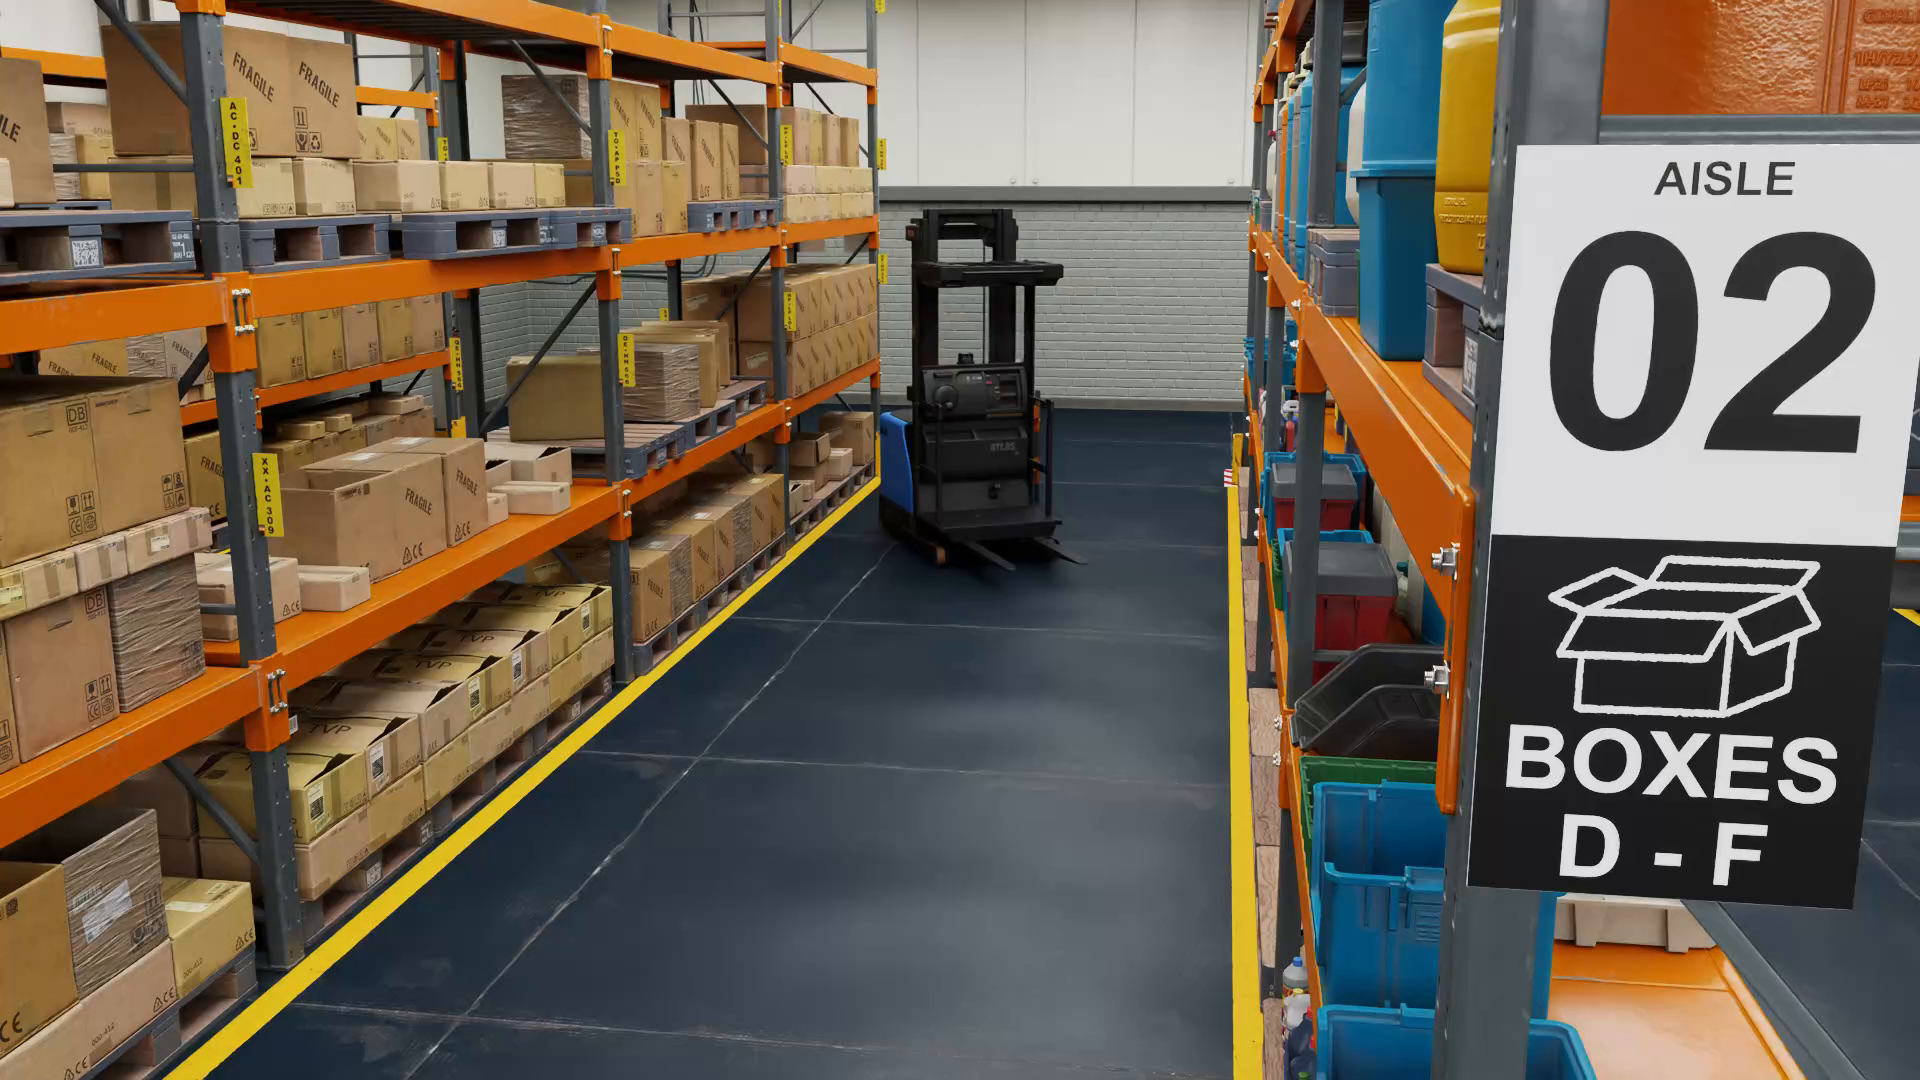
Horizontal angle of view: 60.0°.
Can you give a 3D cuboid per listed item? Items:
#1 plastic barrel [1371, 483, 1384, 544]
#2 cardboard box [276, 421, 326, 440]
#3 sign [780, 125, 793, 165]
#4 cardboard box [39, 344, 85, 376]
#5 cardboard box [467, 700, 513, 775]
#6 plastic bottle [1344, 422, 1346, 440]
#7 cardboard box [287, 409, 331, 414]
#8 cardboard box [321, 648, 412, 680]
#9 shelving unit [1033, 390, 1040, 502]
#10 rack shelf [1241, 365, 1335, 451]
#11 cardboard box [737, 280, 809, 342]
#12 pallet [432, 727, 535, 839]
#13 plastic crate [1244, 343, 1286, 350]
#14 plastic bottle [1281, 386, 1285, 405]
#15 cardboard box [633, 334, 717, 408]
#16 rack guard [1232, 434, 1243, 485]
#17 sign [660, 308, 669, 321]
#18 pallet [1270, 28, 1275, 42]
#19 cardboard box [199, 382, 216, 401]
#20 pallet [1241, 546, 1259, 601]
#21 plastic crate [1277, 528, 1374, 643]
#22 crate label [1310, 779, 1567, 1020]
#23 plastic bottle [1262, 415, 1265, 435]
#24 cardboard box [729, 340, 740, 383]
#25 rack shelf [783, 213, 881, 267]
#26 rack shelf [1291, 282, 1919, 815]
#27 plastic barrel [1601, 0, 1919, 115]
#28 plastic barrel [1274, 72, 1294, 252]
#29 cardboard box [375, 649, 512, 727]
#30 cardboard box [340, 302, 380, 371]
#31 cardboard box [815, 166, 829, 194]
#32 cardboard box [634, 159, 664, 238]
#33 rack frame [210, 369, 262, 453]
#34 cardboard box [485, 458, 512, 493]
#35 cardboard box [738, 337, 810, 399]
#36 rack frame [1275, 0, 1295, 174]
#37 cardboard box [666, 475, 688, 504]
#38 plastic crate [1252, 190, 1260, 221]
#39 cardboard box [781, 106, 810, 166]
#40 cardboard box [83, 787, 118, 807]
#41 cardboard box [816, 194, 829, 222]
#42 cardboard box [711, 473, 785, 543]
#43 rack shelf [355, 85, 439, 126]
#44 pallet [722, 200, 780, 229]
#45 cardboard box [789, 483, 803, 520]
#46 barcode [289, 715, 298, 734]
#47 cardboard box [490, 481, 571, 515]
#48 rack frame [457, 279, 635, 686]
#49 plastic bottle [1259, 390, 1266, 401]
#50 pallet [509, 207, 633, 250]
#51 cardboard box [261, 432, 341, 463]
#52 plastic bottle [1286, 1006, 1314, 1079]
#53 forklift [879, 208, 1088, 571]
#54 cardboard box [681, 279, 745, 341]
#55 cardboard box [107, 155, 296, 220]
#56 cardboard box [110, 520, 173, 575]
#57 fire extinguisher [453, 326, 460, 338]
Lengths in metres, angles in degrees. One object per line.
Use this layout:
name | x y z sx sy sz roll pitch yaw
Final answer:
plastic barrel | 2.271 -0.146 8.287 0.421 0.512 0.421 0 12 0
cardboard box | -6.441 -1.072 16.245 0.380 0.149 0.250 2 12 11
sign | -1.446 -3.289 13.851 0.100 0.325 0.005 2 12 9
cardboard box | -7.011 -1.230 12.591 0.500 0.500 0.500 2 12 8
cardboard box | -2.683 1.014 8.699 0.500 0.250 0.500 2 12 10
plastic bottle | 2.877 -0.869 12.210 0.097 0.271 0.097 0 12 0
cardboard box | -6.695 -1.254 17.089 0.380 0.149 0.250 2 12 8
cardboard box | -3.213 0.725 8.707 0.500 0.311 0.500 2 12 8
shelving unit | 0.310 -0.876 16.388 0.538 1.125 1.048 8 14 31
rack shelf | 3.206 -1.298 15.603 1.077 0.370 4.000 2 12 9
cardboard box | -1.645 -2.021 14.640 0.500 0.500 0.500 2 12 10
pallet | -2.966 1.225 8.809 1.003 0.211 1.213 2 12 9
plastic crate | 3.049 -1.835 16.645 0.416 0.233 0.300 2 12 9
plastic bottle | 2.518 -1.138 13.270 0.144 0.351 0.185 2 12 9
cardboard box | -2.206 -1.279 12.573 0.700 0.500 0.500 -1 12 -6
rack guard | 3.505 -0.849 17.747 1.175 0.500 0.348 2 12 9
sign | -2.533 -1.833 14.326 0.100 0.325 0.005 2 12 9
pallet | 2.802 -3.705 12.221 1.003 0.211 1.213 2 12 9
cardboard box | -6.678 -1.308 14.492 0.380 0.149 0.250 2 12 10
pallet | 2.739 0.289 13.150 1.003 0.211 1.213 2 12 9
plastic crate | 1.530 0.200 6.981 0.392 0.384 0.575 2 12 9
crate label | 1.069 0.856 3.819 0.502 0.435 0.616 2 12 9
plastic bottle | 2.213 -0.802 11.898 0.097 0.271 0.097 0 12 0
cardboard box | -2.172 -1.556 14.854 0.500 0.500 0.500 2 12 10
rack shelf | -1.688 -2.925 16.035 1.077 0.370 4.000 2 12 9
rack shelf | 1.361 -0.266 3.695 1.077 0.370 4.000 2 12 9
plastic barrel | 1.002 -0.722 2.087 0.600 0.830 0.708 2 12 9
plastic barrel | 1.943 -1.948 8.602 0.600 0.901 0.600 0 12 0
cardboard box | -2.681 0.738 8.649 0.500 0.311 0.500 2 12 10
cardboard box | -6.571 -2.117 16.983 0.980 0.700 0.700 1 12 6
cardboard box | -1.512 -3.333 15.387 0.500 0.250 0.500 2 12 9
cardboard box | -2.498 -2.275 11.072 0.910 0.500 0.500 2 12 9
rack frame | -6.891 -1.554 15.084 1.000 3.000 0.127 2 12 9
cardboard box | -2.939 -0.338 9.654 0.500 0.311 0.500 2 12 8
cardboard box | -1.648 -1.540 14.784 0.500 0.500 0.500 2 12 10
rack frame | 2.283 -3.333 9.099 1.000 3.000 0.127 2 12 9
cardboard box | -2.464 -0.453 13.085 0.500 0.250 0.500 2 12 9
plastic crate | 2.868 -3.023 15.061 0.437 0.282 0.530 2 12 9
cardboard box | -1.741 -3.600 14.848 0.700 0.500 0.500 2 12 9
cardboard box | -3.606 1.130 6.381 0.500 0.500 0.500 2 12 9
cardboard box | -1.517 -3.089 15.441 0.500 0.250 0.500 2 12 9
cardboard box | -1.788 -0.275 14.040 0.500 0.500 0.500 2 12 8
rack shelf | -6.583 -4.356 16.502 1.077 0.370 4.000 2 12 9
pallet | -2.165 -2.635 13.428 1.213 0.211 1.003 2 12 9
cardboard box | -1.717 -0.375 14.953 0.500 0.311 0.500 2 12 9
barcode | -2.775 0.769 6.916 0.001 0.075 0.075 2 12 9
cardboard box | -2.476 -0.243 9.596 0.380 0.149 0.250 2 12 9
rack frame | -2.611 -0.562 10.480 1.000 3.000 0.127 2 12 9
plastic bottle | 2.385 -1.035 12.981 0.097 0.271 0.097 0 12 0
pallet | -2.627 -1.792 9.514 1.213 0.211 1.003 2 12 11
cardboard box | -6.594 -0.794 16.495 0.700 0.500 0.500 2 12 8
plastic bottle | 1.134 1.667 5.383 0.144 0.351 0.185 2 12 10
forklift | 0.202 -1.309 14.108 1.130 2.935 3.031 -4 13 -19
cardboard box | -2.173 -2.046 14.755 0.500 0.500 0.500 2 12 9
cardboard box | -3.121 -1.455 6.865 0.500 0.250 0.500 3 13 15
cardboard box | -3.096 0.020 6.004 0.380 0.149 0.250 2 12 7
fire extinguisher | -5.796 -2.183 19.072 0.296 0.674 0.183 2 12 9
